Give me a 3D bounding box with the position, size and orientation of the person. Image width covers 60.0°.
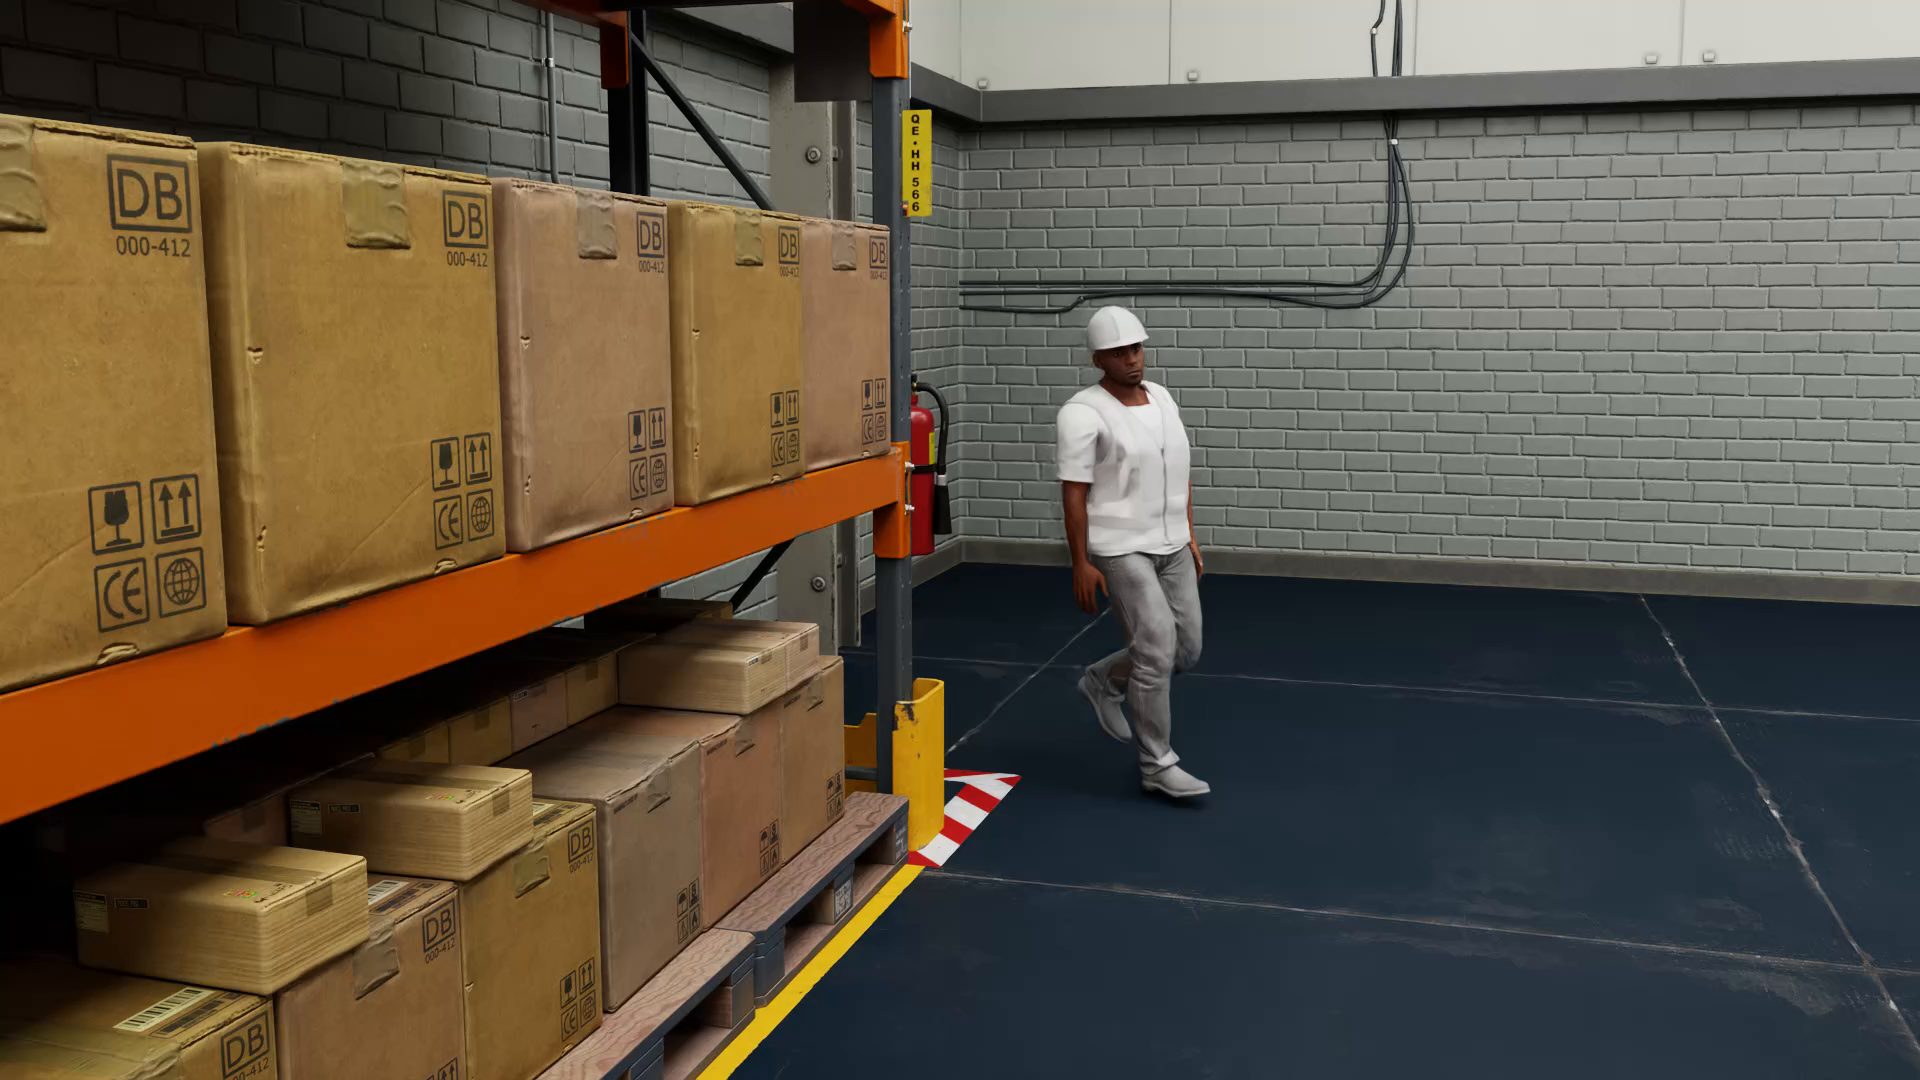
[{"bbox_3d":[0.612,0.033,5.993,0.586,1.739,0.737,-7,11,-40],"label":"person"}]
